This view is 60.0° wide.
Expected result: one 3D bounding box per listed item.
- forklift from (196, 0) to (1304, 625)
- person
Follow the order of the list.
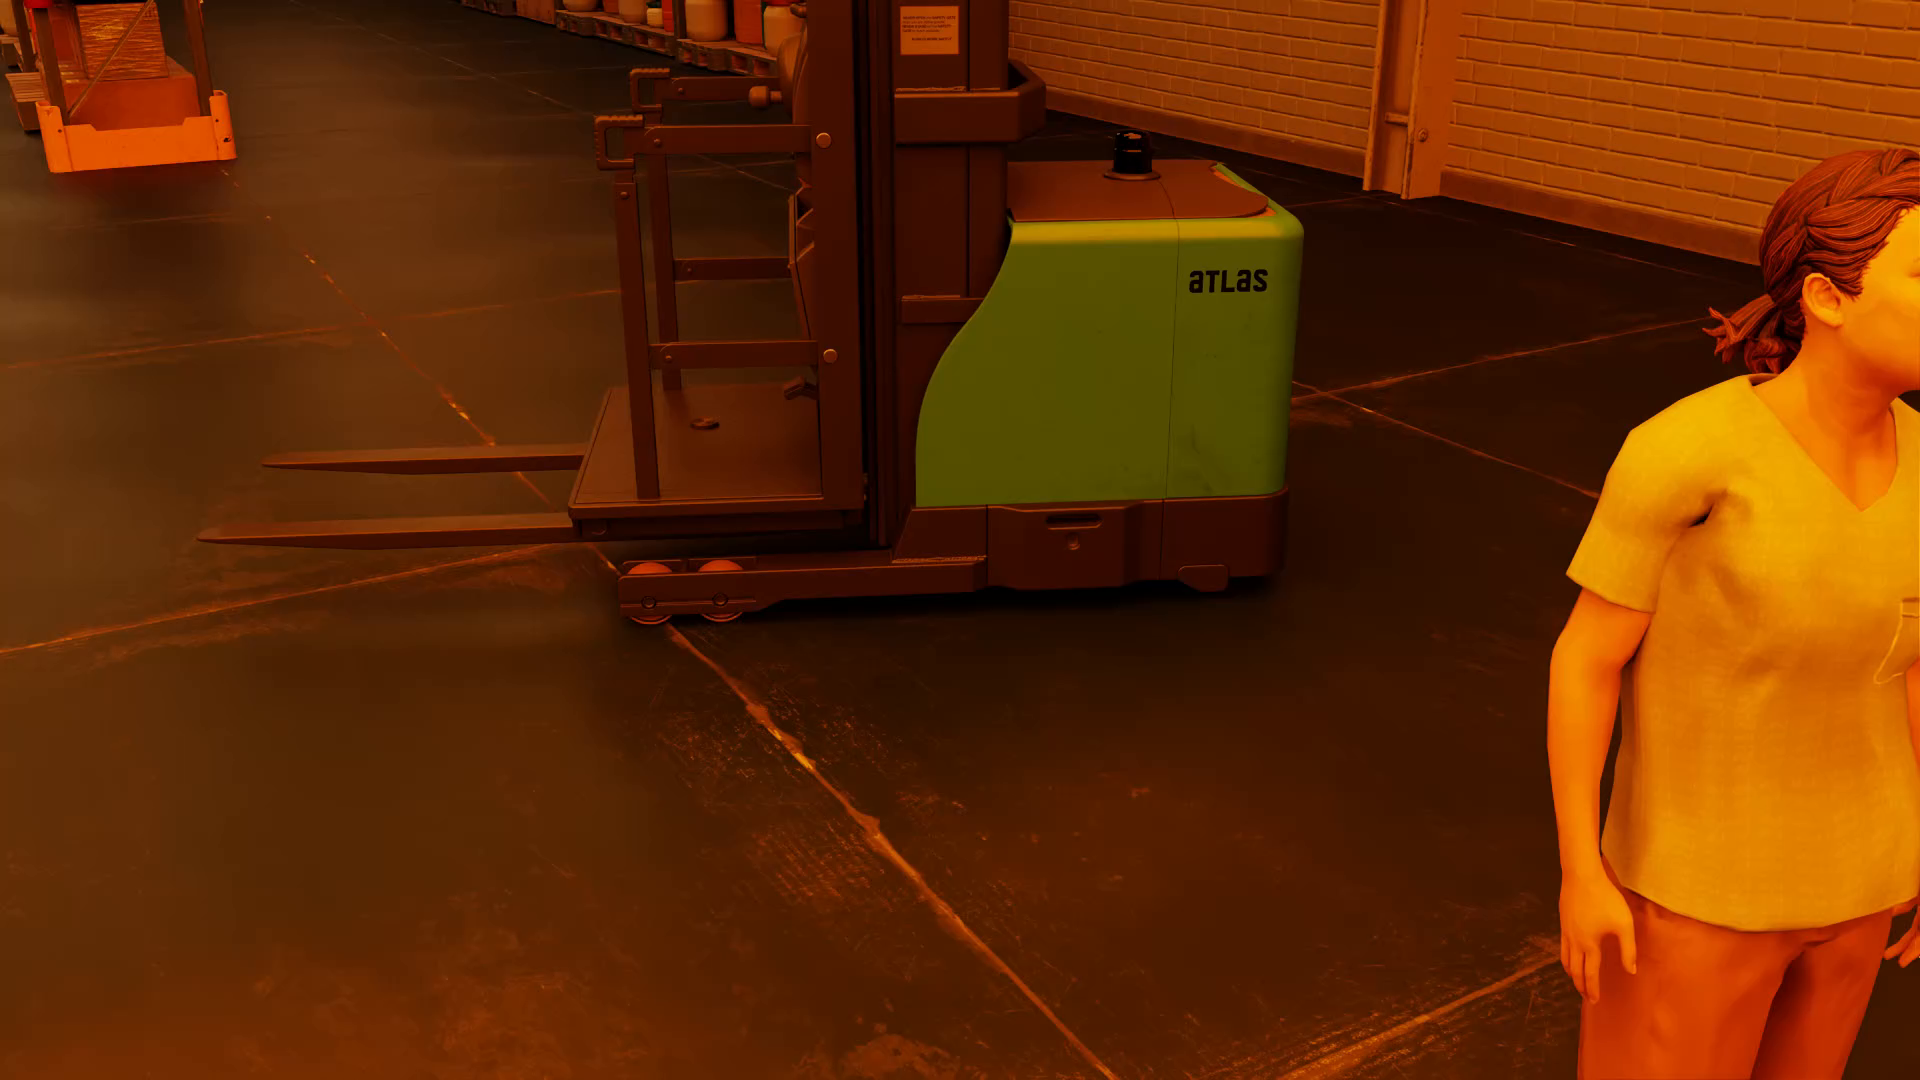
[{"bbox_3d":[-0.619,-1.334,4.524,3.031,2.935,1.130,-2,22,-5],"label":"forklift"},{"bbox_3d":[0.928,0.430,1.871,0.553,1.664,0.548,-6,23,-14],"label":"person"}]
